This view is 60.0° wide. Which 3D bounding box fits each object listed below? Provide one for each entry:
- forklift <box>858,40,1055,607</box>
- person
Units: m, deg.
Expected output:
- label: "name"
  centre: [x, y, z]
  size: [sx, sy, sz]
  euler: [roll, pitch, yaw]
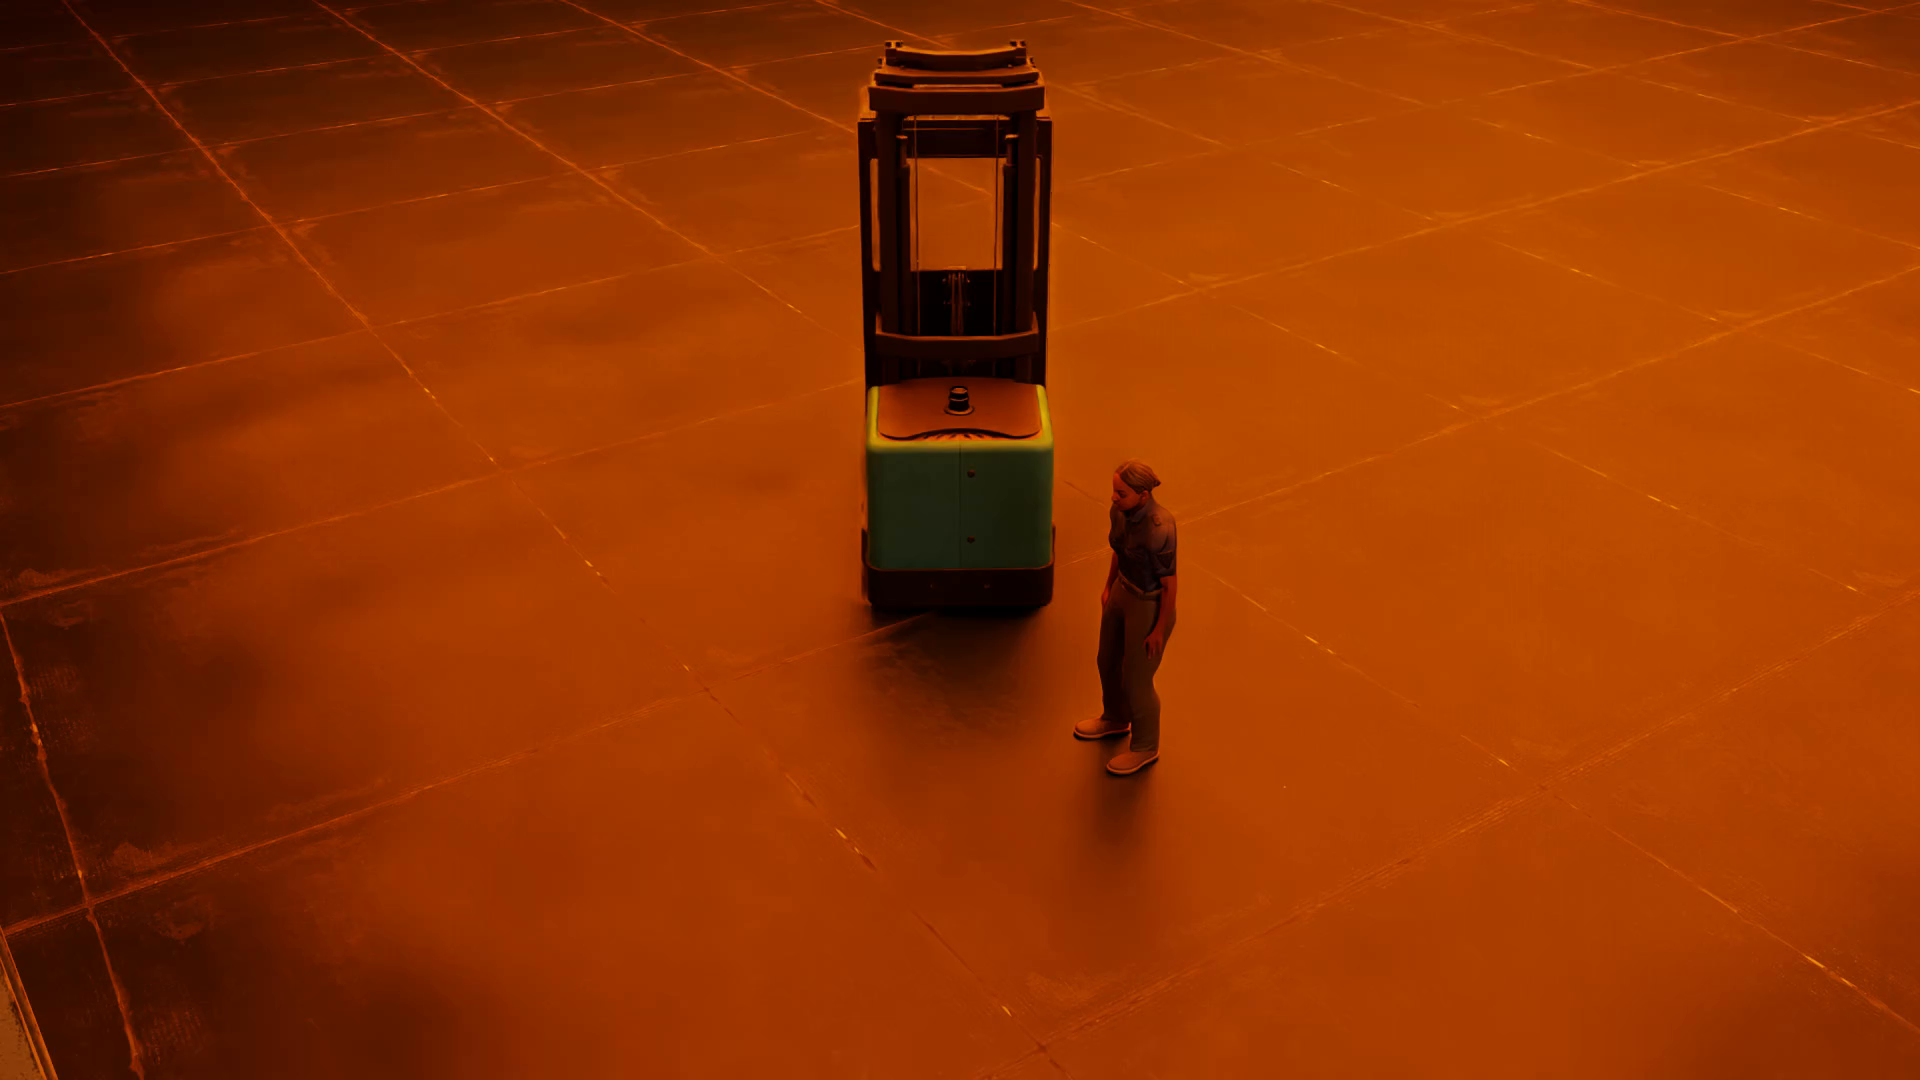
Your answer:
- label: "forklift"
  centre: [-0.035, -1.584, 9.992]
  size: [1.130, 2.935, 3.031]
  euler: [-1, 29, -1]
- label: "person"
  centre: [0.824, 0.328, 7.907]
  size: [0.349, 1.653, 0.522]
  euler: [-13, 32, -22]
